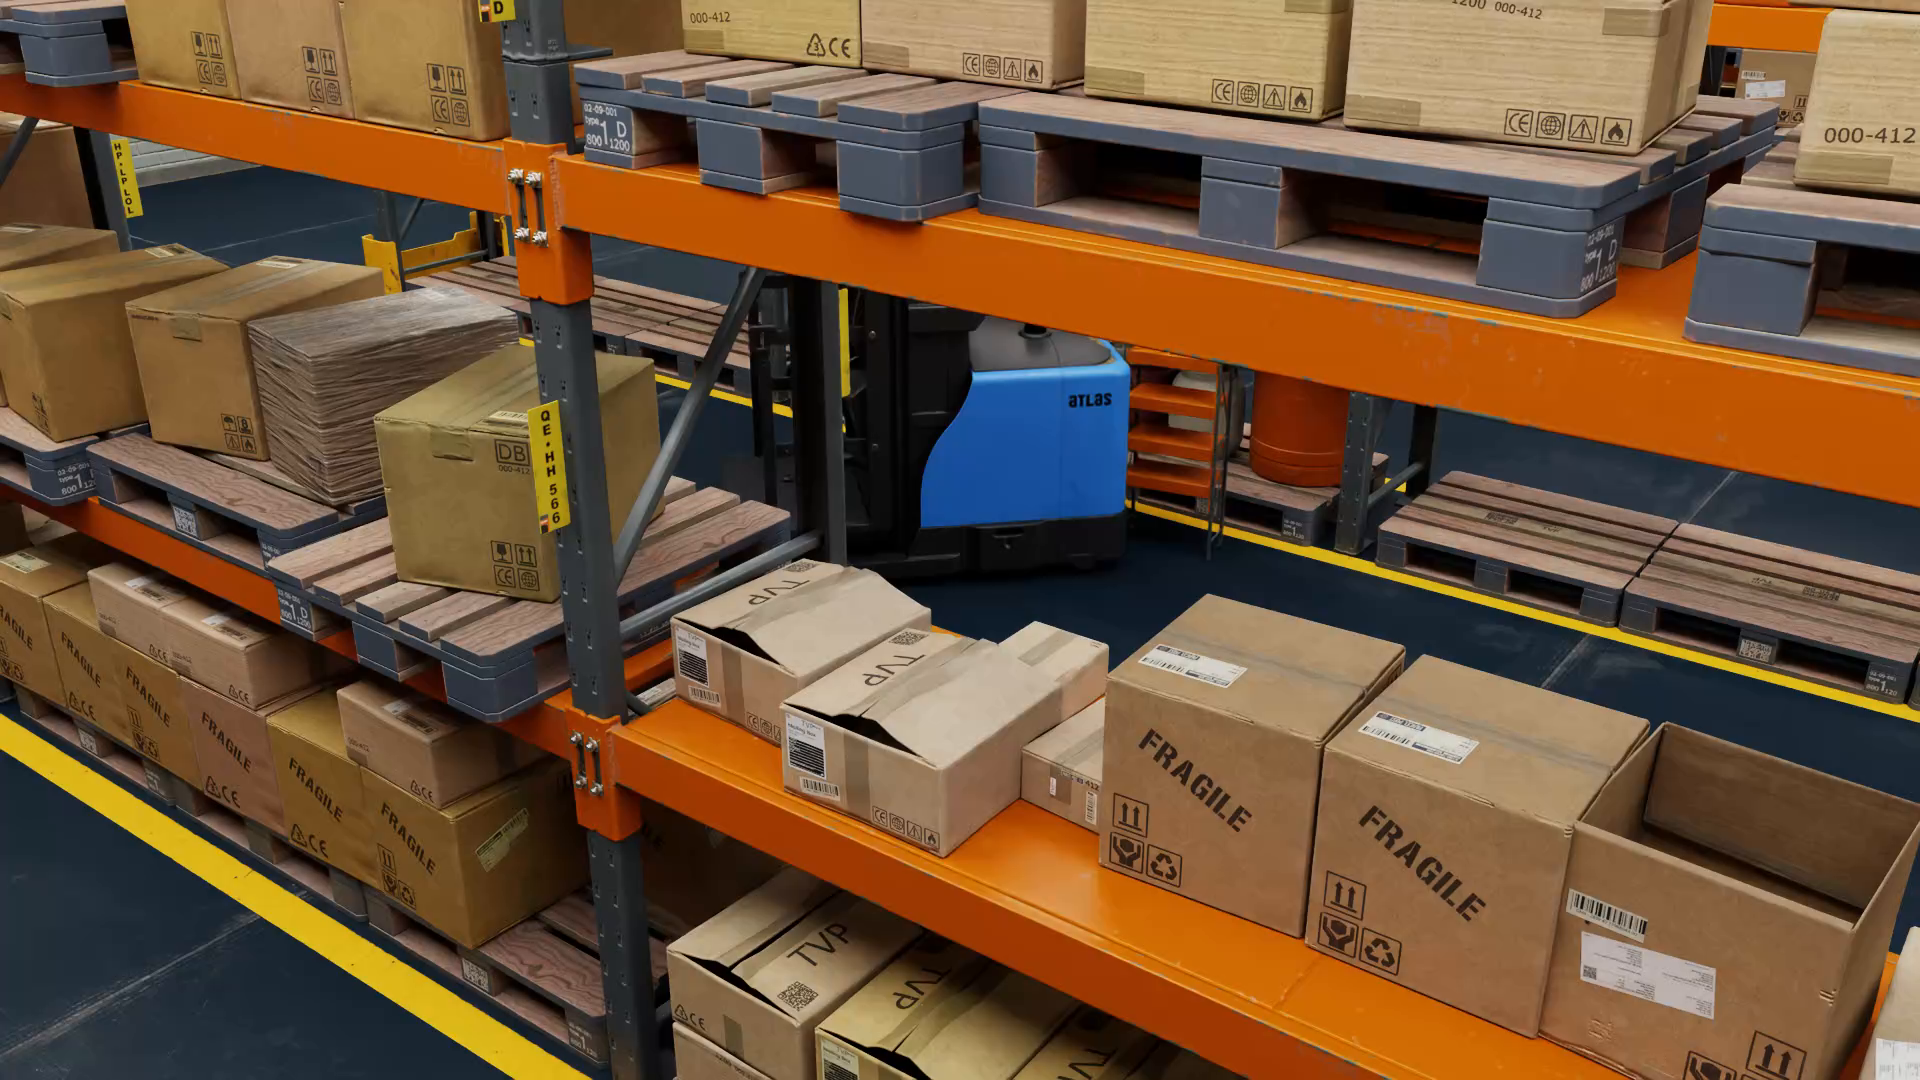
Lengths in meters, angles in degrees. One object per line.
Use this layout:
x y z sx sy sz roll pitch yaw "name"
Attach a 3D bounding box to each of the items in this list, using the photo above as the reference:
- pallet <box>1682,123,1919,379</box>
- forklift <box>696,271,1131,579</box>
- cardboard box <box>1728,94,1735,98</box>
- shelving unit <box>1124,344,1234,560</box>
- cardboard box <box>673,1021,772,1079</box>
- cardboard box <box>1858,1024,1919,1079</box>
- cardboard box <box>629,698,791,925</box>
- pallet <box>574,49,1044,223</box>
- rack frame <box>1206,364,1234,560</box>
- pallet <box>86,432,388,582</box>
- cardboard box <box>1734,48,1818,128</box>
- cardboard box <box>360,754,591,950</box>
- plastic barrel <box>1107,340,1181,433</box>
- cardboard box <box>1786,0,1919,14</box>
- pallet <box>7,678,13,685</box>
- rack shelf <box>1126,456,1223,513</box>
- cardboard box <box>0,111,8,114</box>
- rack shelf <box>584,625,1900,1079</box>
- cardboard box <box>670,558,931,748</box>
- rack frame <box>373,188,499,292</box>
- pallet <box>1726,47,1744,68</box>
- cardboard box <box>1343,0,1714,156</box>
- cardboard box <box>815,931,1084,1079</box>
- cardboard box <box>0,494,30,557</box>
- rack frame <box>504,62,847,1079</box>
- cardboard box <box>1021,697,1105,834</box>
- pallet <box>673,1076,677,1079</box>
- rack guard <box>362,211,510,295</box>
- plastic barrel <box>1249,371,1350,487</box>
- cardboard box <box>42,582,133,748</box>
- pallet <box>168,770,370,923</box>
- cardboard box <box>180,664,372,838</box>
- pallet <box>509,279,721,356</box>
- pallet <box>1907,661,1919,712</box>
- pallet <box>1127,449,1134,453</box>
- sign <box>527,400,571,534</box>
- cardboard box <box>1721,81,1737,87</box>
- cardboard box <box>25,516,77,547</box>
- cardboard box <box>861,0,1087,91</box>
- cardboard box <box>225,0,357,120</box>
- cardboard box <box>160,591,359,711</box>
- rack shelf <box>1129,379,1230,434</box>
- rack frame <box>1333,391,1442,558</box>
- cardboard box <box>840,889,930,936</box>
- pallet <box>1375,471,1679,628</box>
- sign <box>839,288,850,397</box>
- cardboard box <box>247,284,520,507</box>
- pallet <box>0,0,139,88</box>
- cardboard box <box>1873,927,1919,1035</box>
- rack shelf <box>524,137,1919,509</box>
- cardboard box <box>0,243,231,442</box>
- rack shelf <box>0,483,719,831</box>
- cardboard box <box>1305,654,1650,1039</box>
1.796 -0.389 2.429 1.217 0.209 0.805 16 28 31 "pallet"
-0.724 -1.289 8.041 3.031 2.935 1.130 -4 24 -9 "forklift"
7.604 -4.105 15.996 0.500 0.250 0.500 16 28 32 "cardboard box"
1.096 -0.533 8.472 0.503 1.200 0.258 11 26 23 "shelving unit"
-0.448 1.426 4.683 0.500 0.250 0.500 17 29 33 "cardboard box"
1.696 1.014 2.896 0.258 0.266 0.396 16 28 32 "cardboard box"
-0.884 0.879 5.590 0.500 0.500 0.500 18 30 35 "cardboard box"
-0.094 -1.013 3.842 1.003 0.211 1.213 18 30 36 "pallet"
1.317 -0.491 8.377 0.015 1.200 0.240 11 26 23 "rack frame"
-2.250 -0.243 5.818 1.213 0.211 1.003 17 29 33 "pallet"
5.709 -3.177 11.596 0.500 0.500 0.500 13 27 27 "cardboard box"
-1.580 0.930 5.472 0.500 0.500 0.500 18 30 35 "cardboard box"
0.977 -0.933 9.618 0.708 0.588 0.600 17 29 33 "plastic barrel"
1.570 -1.026 2.373 0.500 0.500 0.500 20 31 38 "cardboard box"
-4.441 0.281 7.851 1.213 0.211 1.003 17 29 33 "pallet"
1.096 -0.290 8.579 0.480 0.148 0.258 11 26 23 "rack shelf"
-4.513 -1.662 7.437 0.500 0.500 0.500 16 28 32 "cardboard box"
0.909 0.951 3.763 4.000 0.370 1.077 17 29 33 "rack shelf"
-0.426 0.281 4.502 0.500 0.311 0.500 19 30 36 "cardboard box"
-4.119 -3.393 12.732 0.127 3.000 1.000 17 29 33 "rack frame"
7.675 -4.683 15.896 1.003 0.211 1.213 17 29 33 "pallet"
1.017 -0.873 2.955 0.500 0.250 0.500 14 27 29 "cardboard box"
-0.023 1.294 4.288 0.500 0.311 0.500 16 28 32 "cardboard box"
-4.518 0.067 7.431 0.500 0.500 0.500 17 29 33 "cardboard box"
-0.691 0.138 4.716 0.127 3.000 1.000 17 29 33 "rack frame"
0.363 0.544 4.108 0.250 0.149 0.380 19 30 37 "cardboard box"
-0.056 1.626 4.798 1.213 0.211 1.003 17 29 33 "pallet"
-4.146 -2.251 13.239 0.348 0.500 1.175 17 29 33 "rack guard"
1.881 -0.771 8.950 0.708 0.830 0.600 17 29 33 "plastic barrel"
-3.217 0.435 6.598 0.500 0.500 0.500 17 29 34 "cardboard box"
-2.238 0.927 6.385 1.213 0.211 1.003 17 29 33 "pallet"
-2.418 0.680 6.040 0.500 0.500 0.500 16 28 31 "cardboard box"
-2.510 -1.610 12.143 1.213 0.211 1.003 17 29 33 "pallet"
4.832 0.607 7.110 1.213 0.211 1.003 17 29 33 "pallet"
0.655 -0.655 9.975 1.213 0.211 1.003 17 29 33 "pallet"
-1.009 -0.178 4.096 0.005 0.325 0.100 17 29 33 "sign"
9.983 -5.885 20.501 0.875 0.875 0.875 17 29 34 "cardboard box"
-4.098 0.029 7.753 0.500 0.311 0.500 17 29 33 "cardboard box"
0.136 -1.145 3.574 0.500 0.250 0.500 18 29 35 "cardboard box"
-1.468 -1.498 4.586 0.500 0.500 0.910 17 29 33 "cardboard box"
-2.449 0.329 5.908 0.500 0.250 0.500 16 29 32 "cardboard box"
1.096 -0.676 8.409 0.480 0.148 0.258 11 26 23 "rack shelf"
2.283 -1.459 8.341 0.127 3.000 1.000 17 29 33 "rack frame"
-0.124 0.995 4.965 0.500 0.311 0.500 18 29 35 "cardboard box"
2.879 0.017 8.450 1.213 0.211 1.003 17 29 33 "pallet"
-0.361 -0.571 4.891 0.005 0.325 0.100 17 29 33 "sign"
-1.880 -0.498 5.516 0.700 0.500 0.500 -20 31 -38 "cardboard box"
-2.580 -1.685 5.368 1.003 0.211 1.213 17 29 33 "pallet"
1.923 0.940 3.207 0.250 0.149 0.380 17 29 33 "cardboard box"
0.909 -0.421 3.158 4.000 0.370 1.077 17 29 33 "rack shelf"
-3.058 -0.734 6.052 0.700 0.500 0.500 -21 31 -39 "cardboard box"
-2.291 -0.016 5.959 4.000 0.370 1.077 17 29 33 "rack shelf"
1.083 0.620 3.498 0.500 0.500 0.500 17 29 33 "cardboard box"
